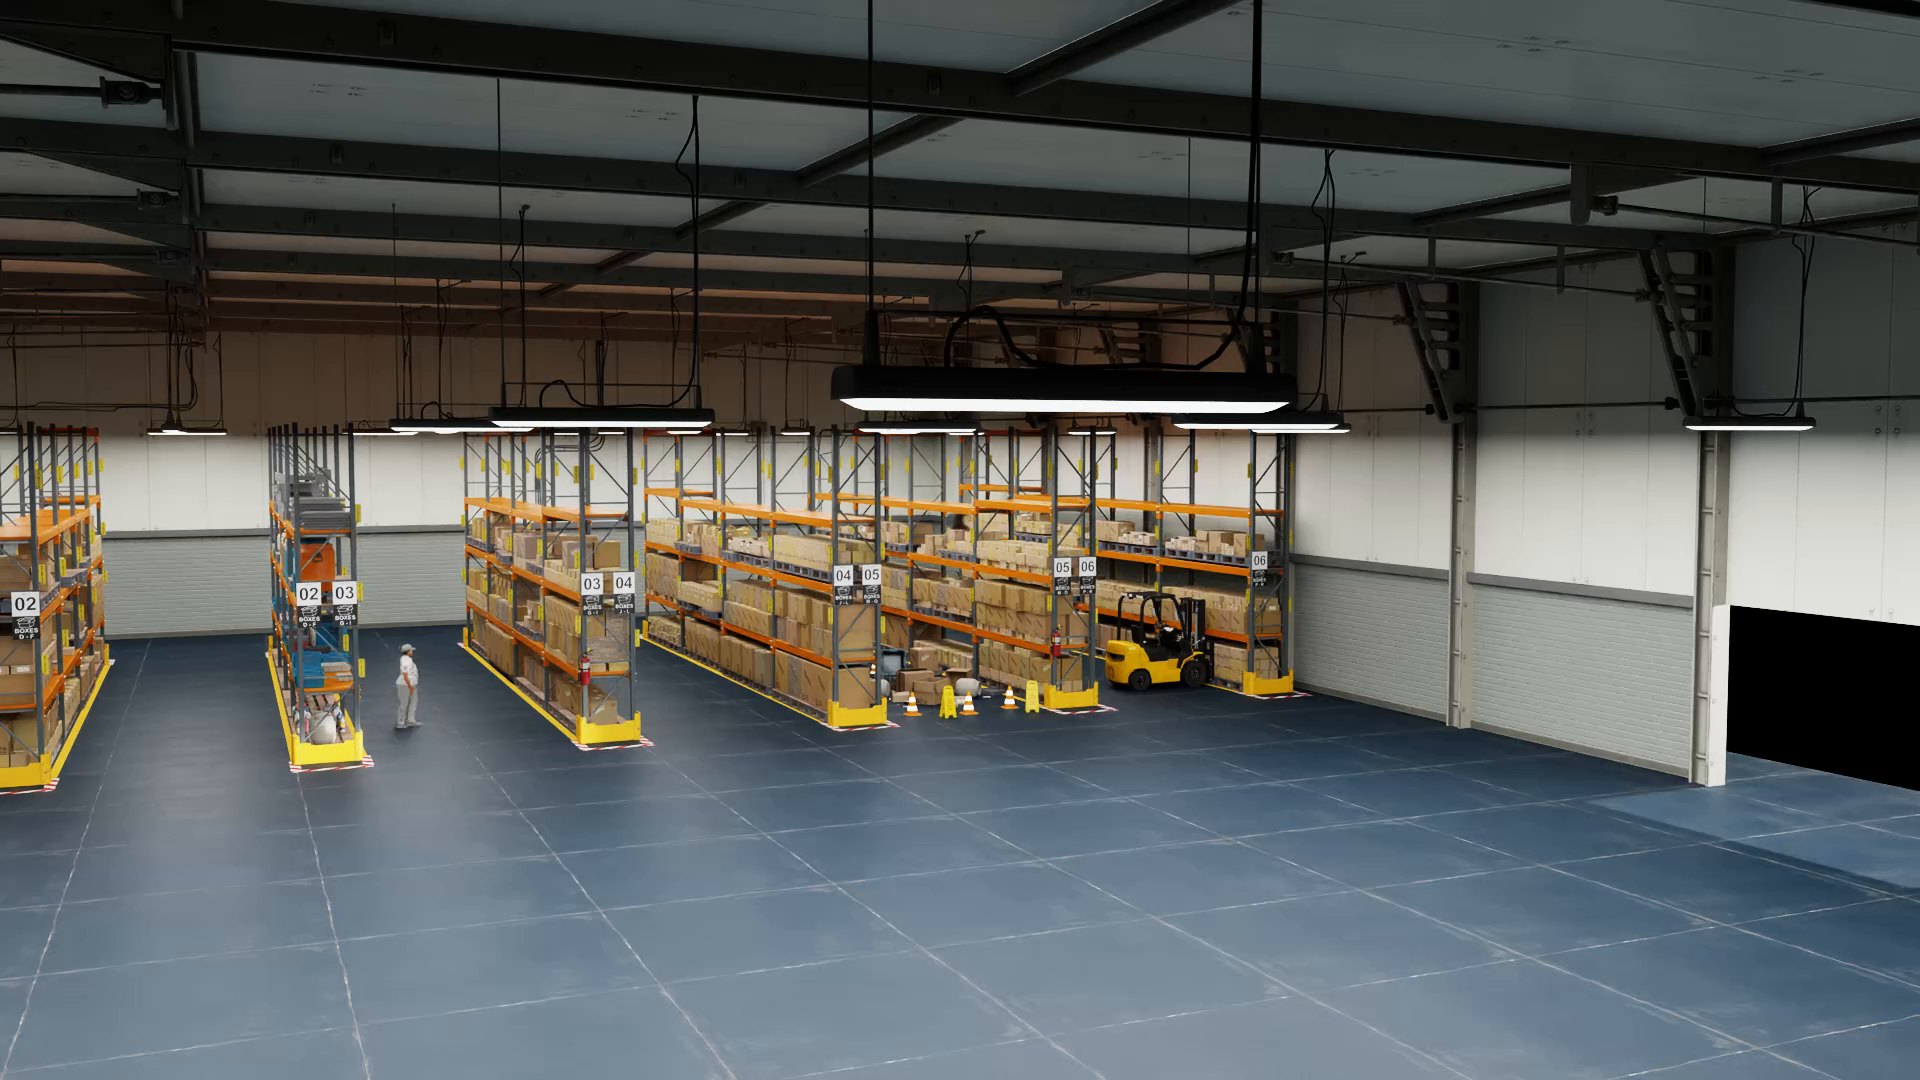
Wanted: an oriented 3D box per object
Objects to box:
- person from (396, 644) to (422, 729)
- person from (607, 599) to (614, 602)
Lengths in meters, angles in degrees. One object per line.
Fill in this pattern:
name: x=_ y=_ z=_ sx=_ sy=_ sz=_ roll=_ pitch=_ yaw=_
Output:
person: x=-10.949 y=2.892 z=32.945 sx=0.422 sy=1.667 sz=0.514 roll=0 pitch=3 yaw=4
person: x=-10.148 y=1.908 z=48.319 sx=0.612 sy=1.728 sz=0.977 roll=0 pitch=3 yaw=0
